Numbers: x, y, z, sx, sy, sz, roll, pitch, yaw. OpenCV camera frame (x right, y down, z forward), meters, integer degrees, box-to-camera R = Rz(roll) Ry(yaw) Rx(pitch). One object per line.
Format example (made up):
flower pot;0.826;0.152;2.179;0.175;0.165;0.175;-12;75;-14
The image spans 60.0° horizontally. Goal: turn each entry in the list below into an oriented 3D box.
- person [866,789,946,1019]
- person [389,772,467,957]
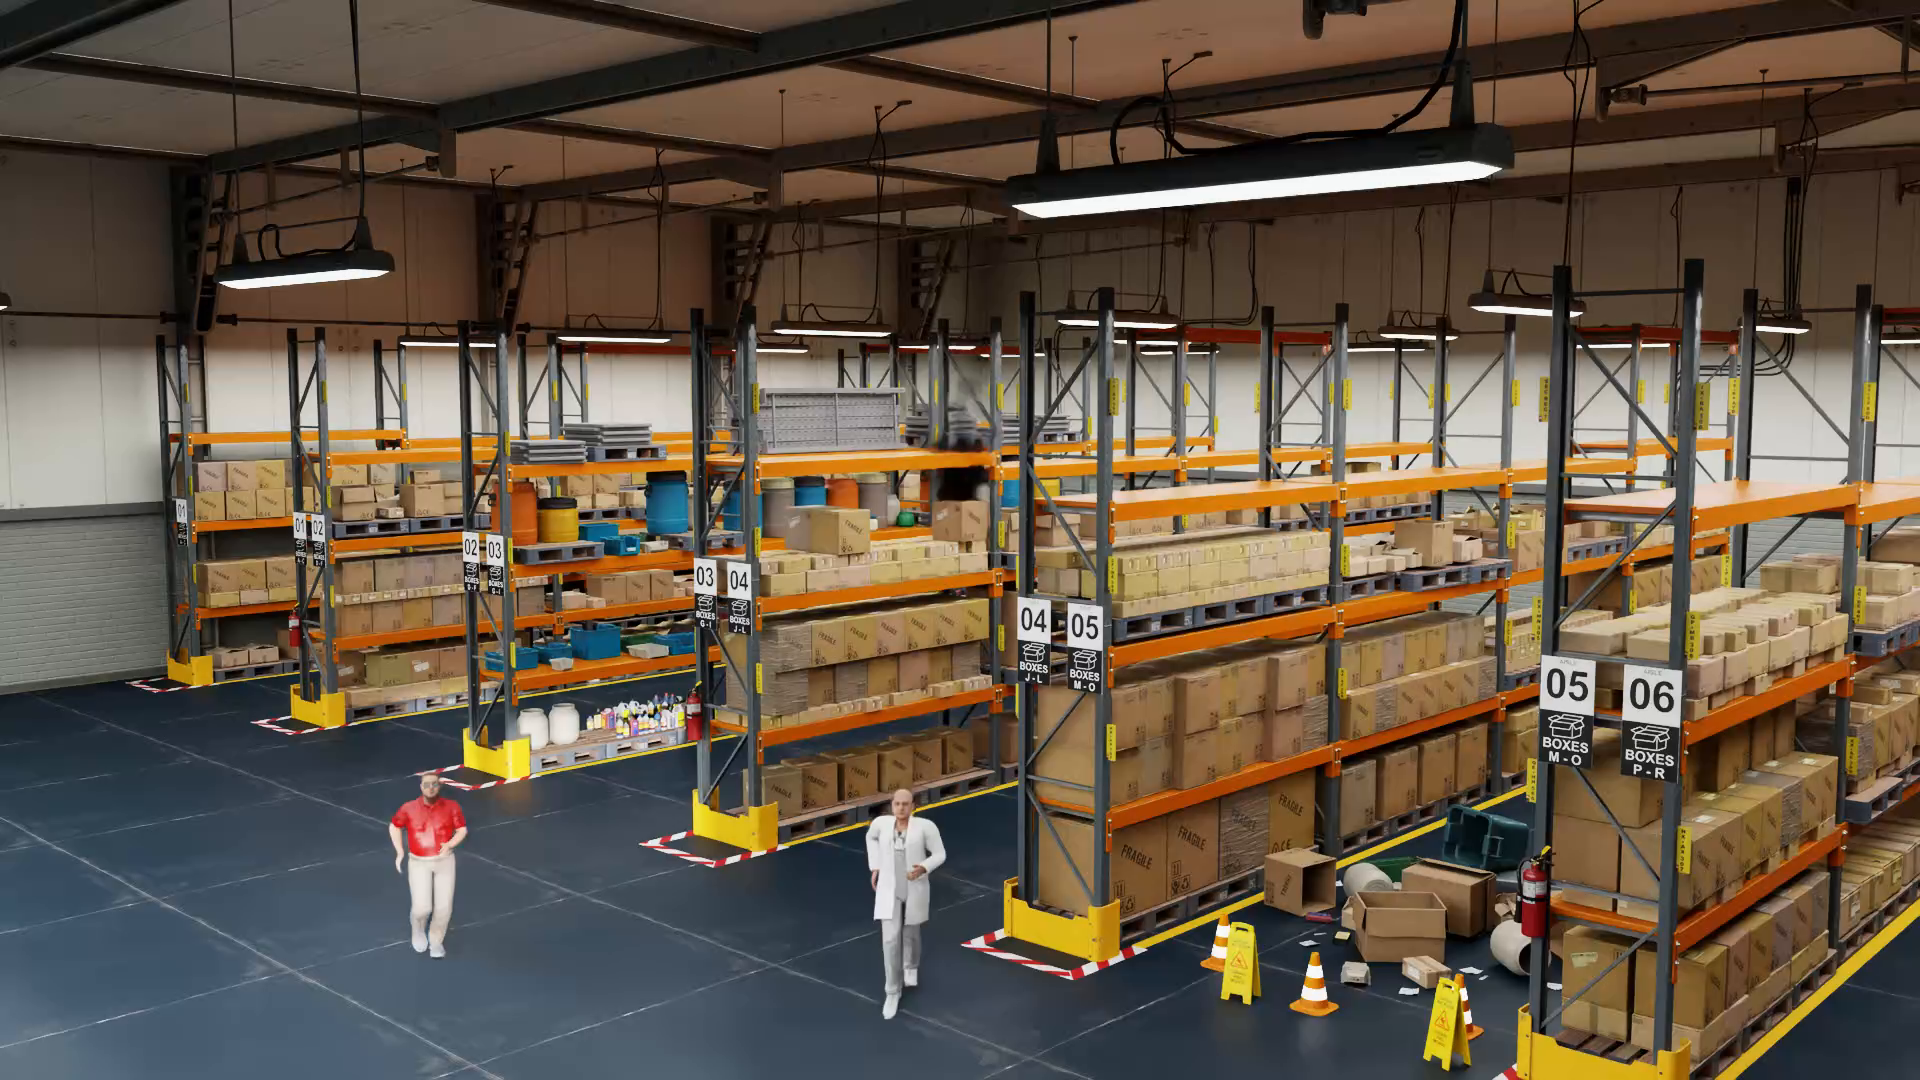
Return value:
person;-0.459;2.974;13.932;0.694;1.828;0.910;0;5;2
person;-4.728;2.924;14.874;0.651;1.684;0.602;-2;6;-24
